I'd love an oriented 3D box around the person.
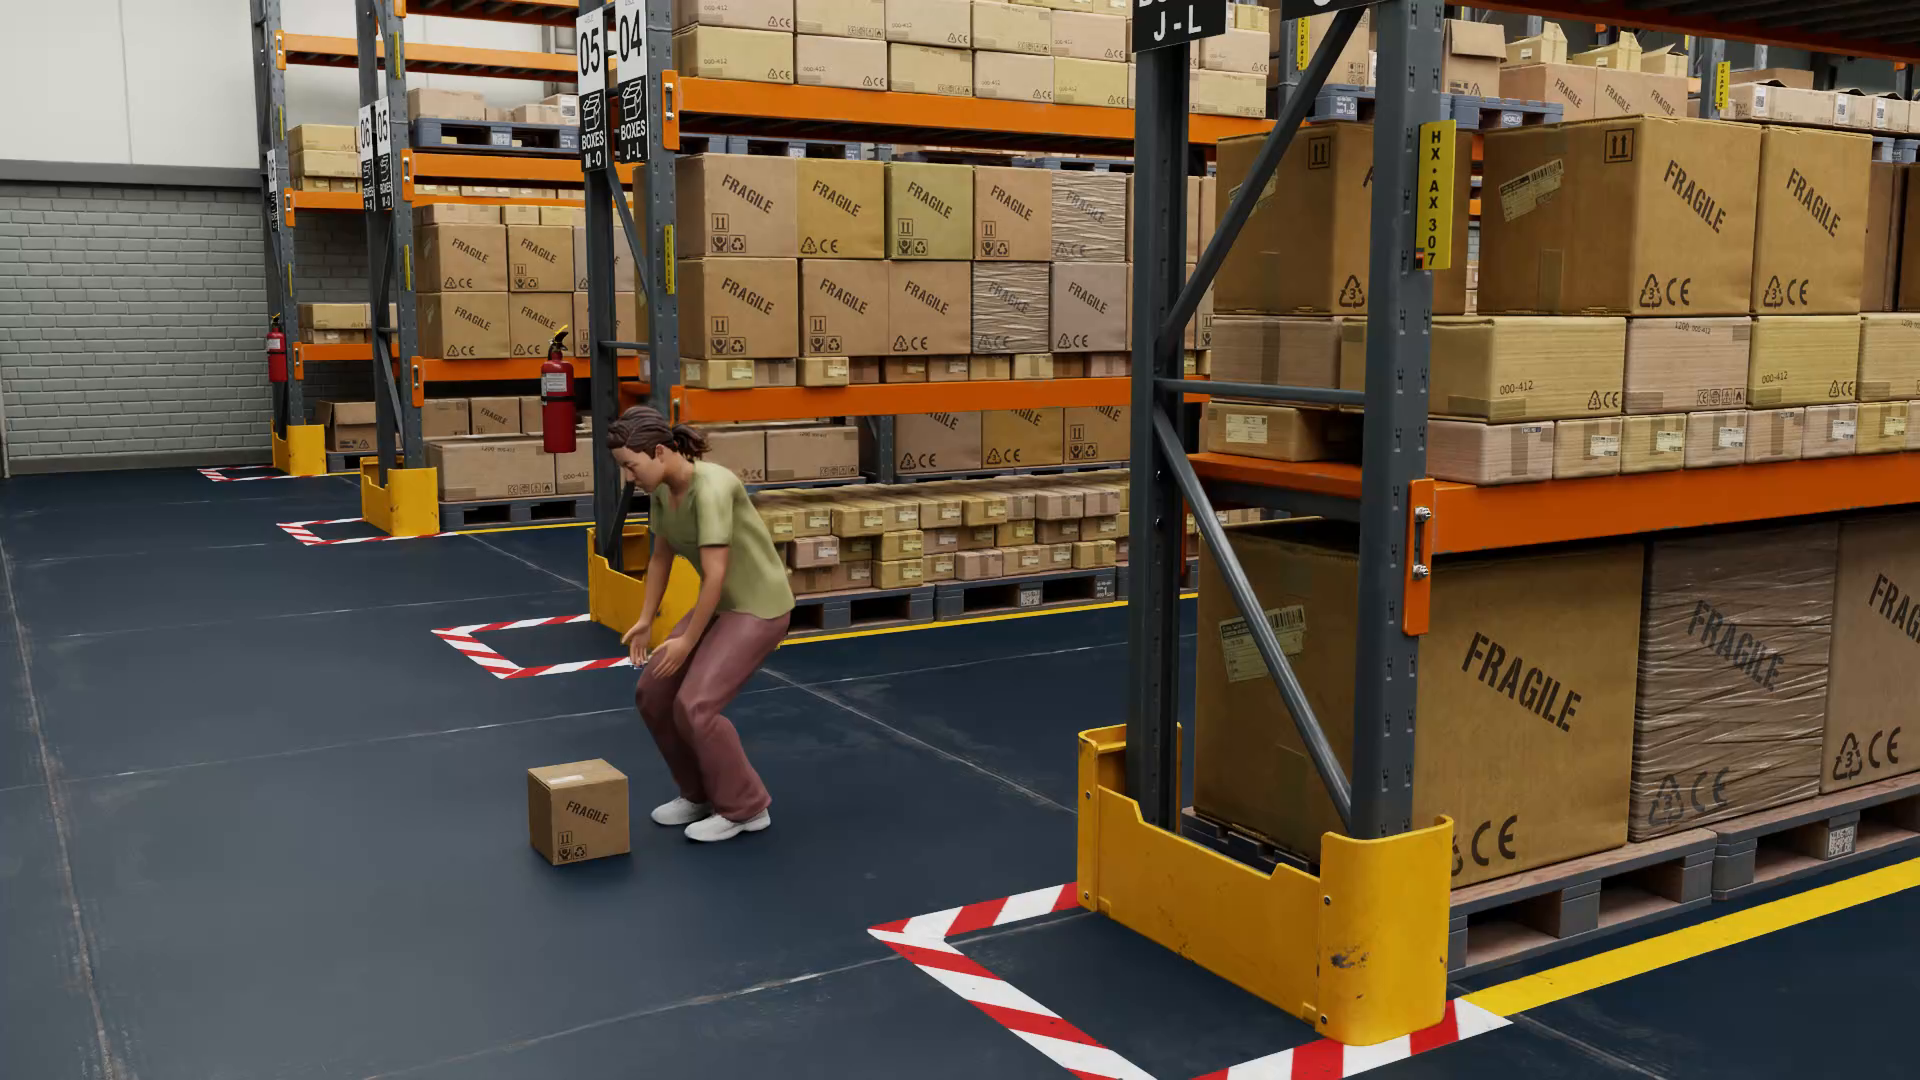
[{"bbox_3d":[-0.836,0.265,5.423,0.615,1.418,0.508,-5,10,-31],"label":"person"}]
